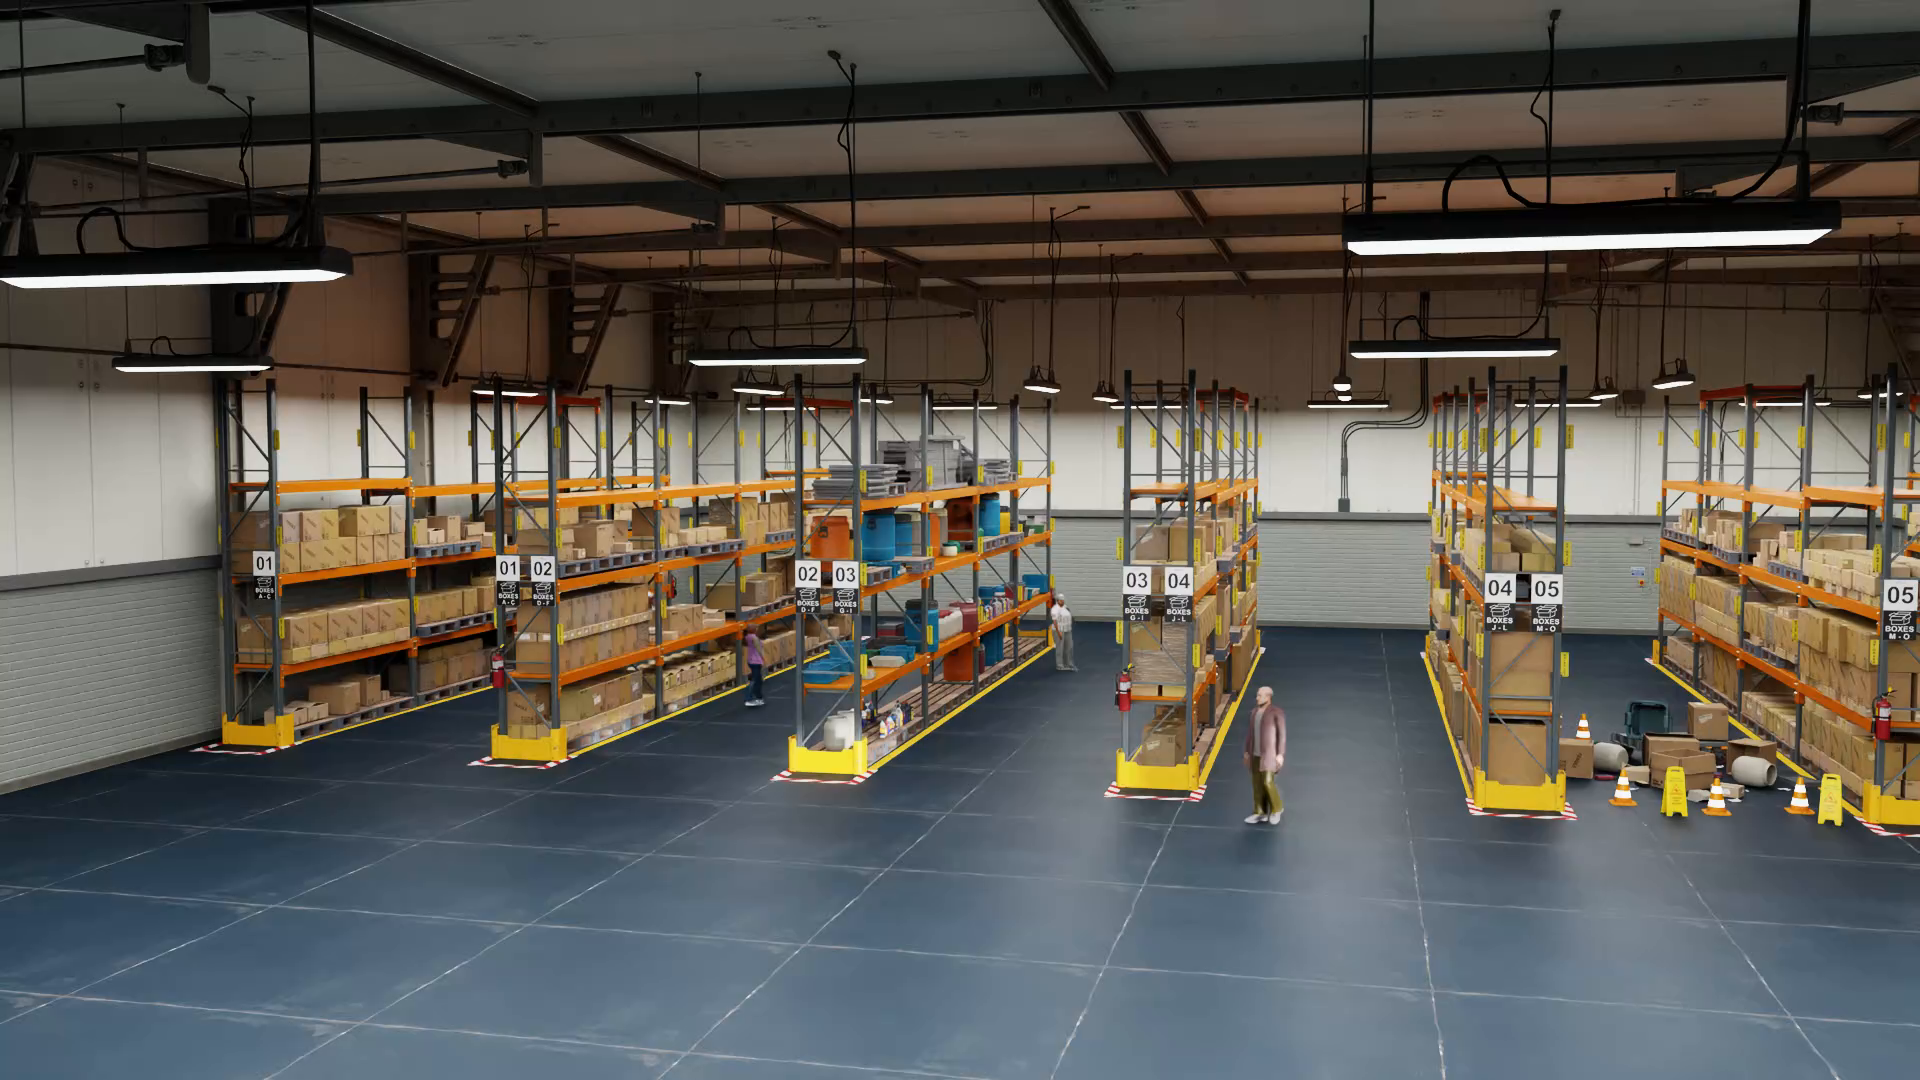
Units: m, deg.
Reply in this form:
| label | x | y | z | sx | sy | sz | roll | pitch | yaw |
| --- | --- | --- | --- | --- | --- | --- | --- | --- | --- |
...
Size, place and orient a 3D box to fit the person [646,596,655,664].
| label | x | y | z | sx | sy | sz | roll | pitch | yaw |
| --- | --- | --- | --- | --- | --- | --- | --- | --- | --- |
| person | -6.724 | 1.974 | 36.032 | 0.456 | 1.632 | 0.825 | 1 | 4 | 12 |

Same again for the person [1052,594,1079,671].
| label | x | y | z | sx | sy | sz | roll | pitch | yaw |
| --- | --- | --- | --- | --- | --- | --- | --- | --- | --- |
| person | 2.272 | 2.011 | 36.013 | 0.628 | 1.715 | 0.344 | -3 | 5 | -42 |

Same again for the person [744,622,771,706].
| label | x | y | z | sx | sy | sz | roll | pitch | yaw |
| --- | --- | --- | --- | --- | --- | --- | --- | --- | --- |
| person | -3.819 | 2.351 | 31.243 | 0.582 | 1.637 | 0.458 | -3 | 4 | -39 |

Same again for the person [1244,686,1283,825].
| label | x | y | z | sx | sy | sz | roll | pitch | yaw |
| --- | --- | --- | --- | --- | --- | --- | --- | --- | --- |
| person | 3.965 | 2.801 | 21.691 | 0.487 | 1.782 | 0.587 | -2 | 4 | -36 |
